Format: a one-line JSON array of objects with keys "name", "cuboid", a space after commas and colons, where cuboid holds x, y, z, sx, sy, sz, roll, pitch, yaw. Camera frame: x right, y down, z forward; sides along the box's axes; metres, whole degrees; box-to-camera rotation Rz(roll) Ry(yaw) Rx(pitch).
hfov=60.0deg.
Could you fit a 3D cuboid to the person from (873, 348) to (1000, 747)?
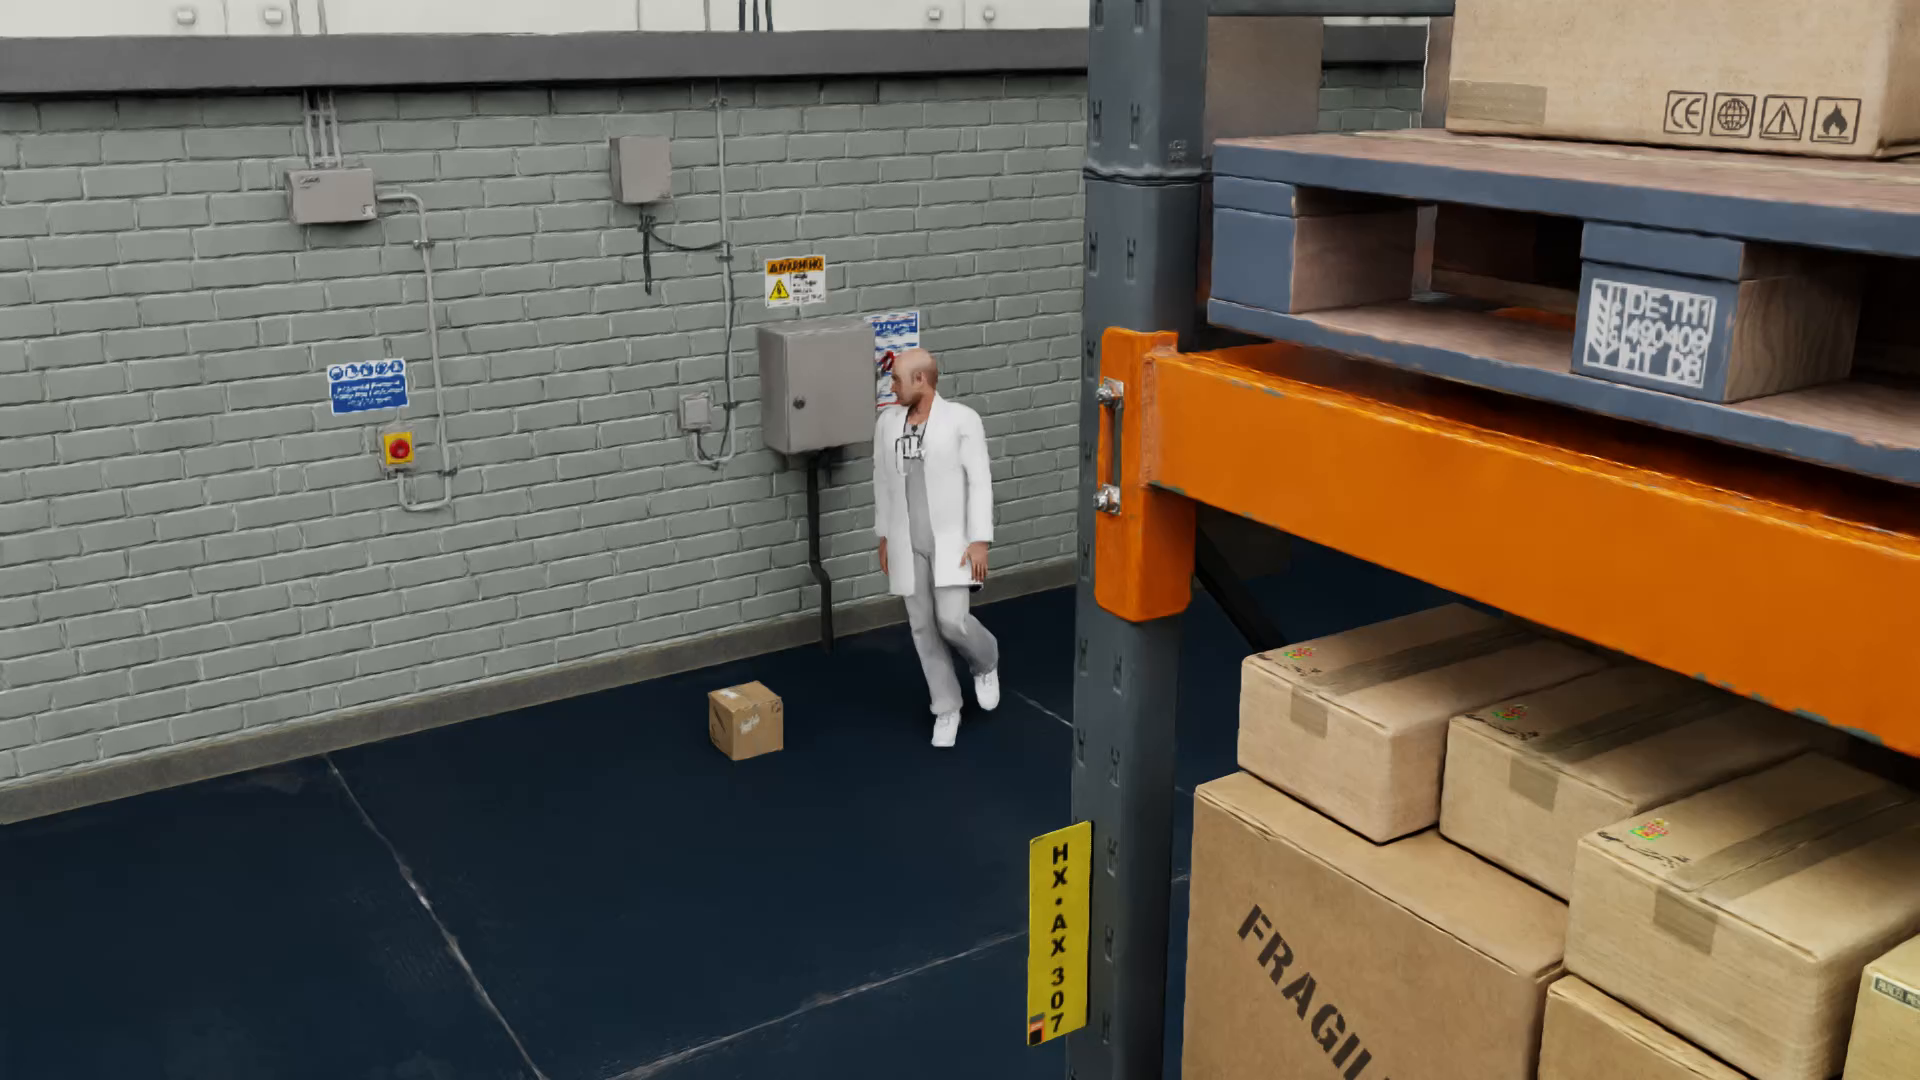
[{"name": "person", "cuboid": [-0.129, 0.015, 7.560, 0.652, 1.764, 0.595, 7, 19, 20]}]
